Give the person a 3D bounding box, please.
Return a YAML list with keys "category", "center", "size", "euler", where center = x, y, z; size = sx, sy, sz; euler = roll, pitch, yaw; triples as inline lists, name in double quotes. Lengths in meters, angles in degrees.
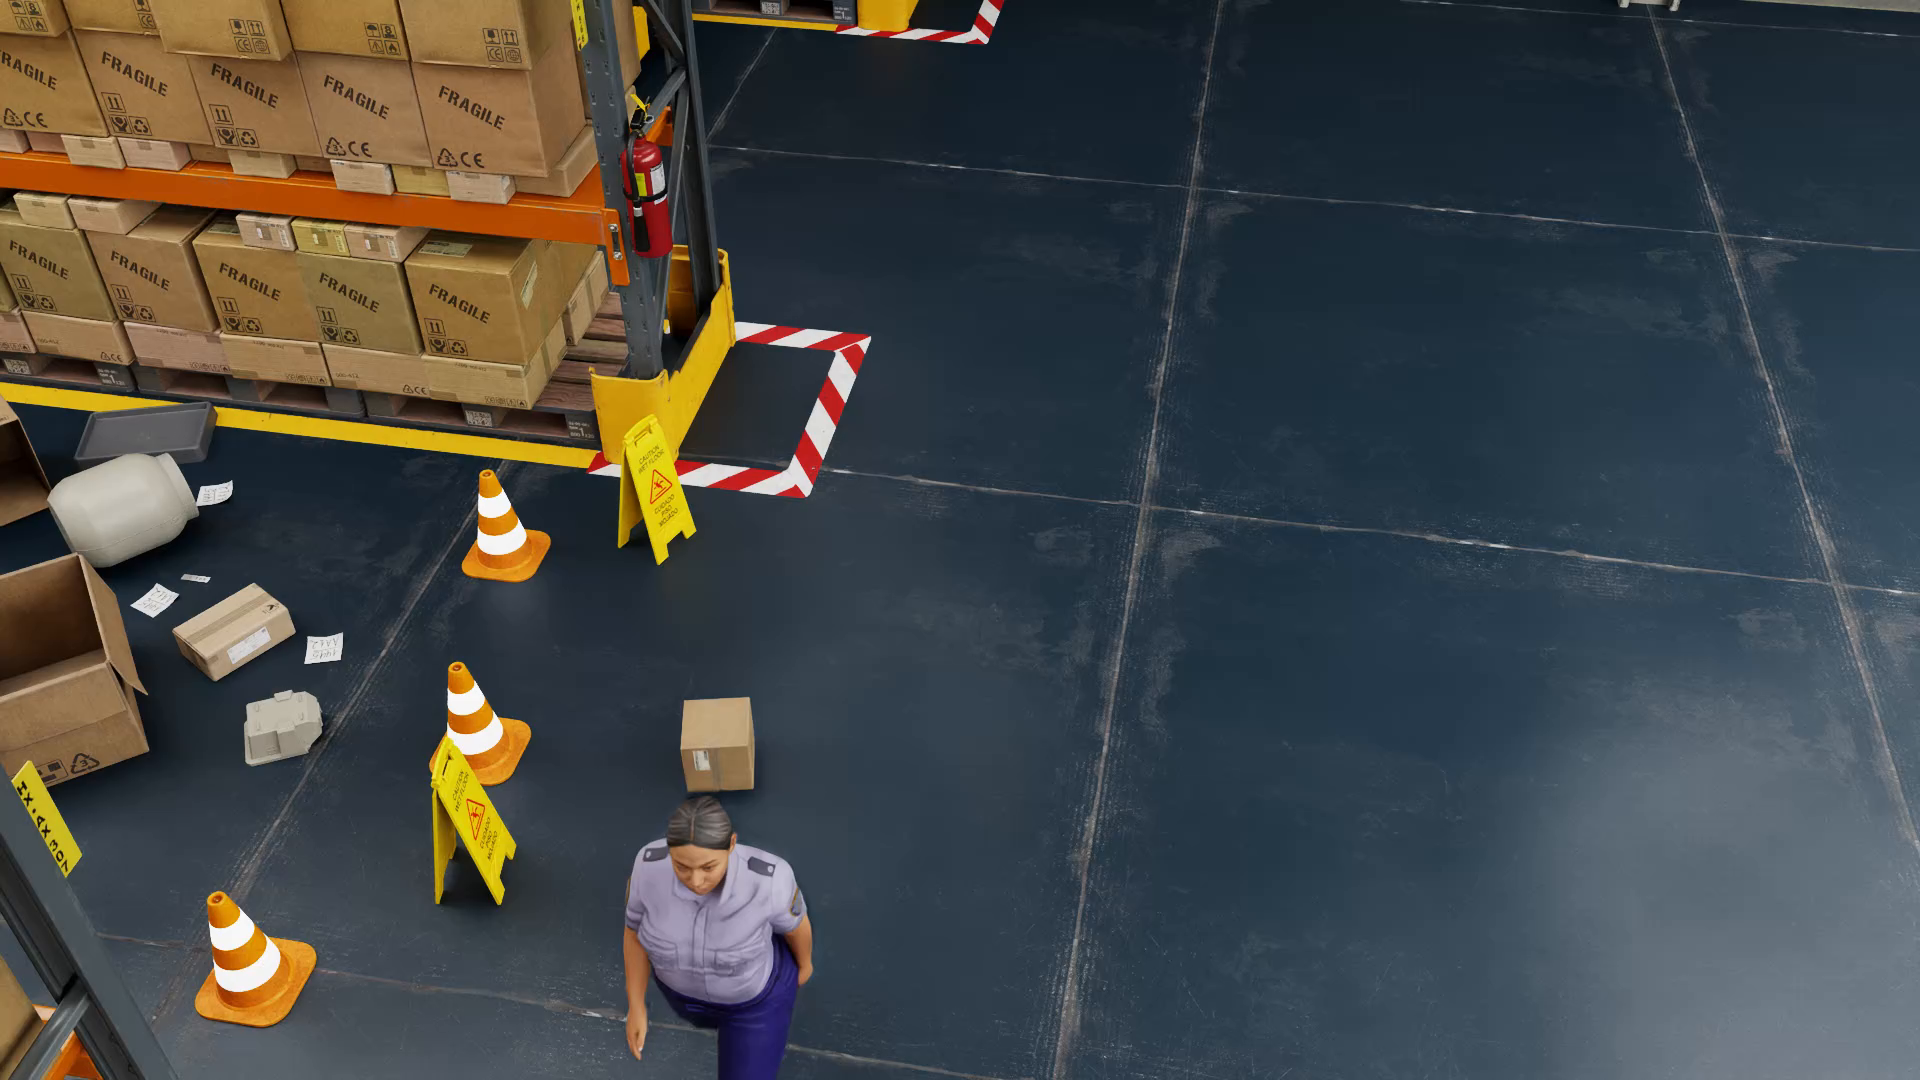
- category: "person"
  center: [-0.667, 1.238, 4.743]
  size: [0.486, 1.573, 1.044]
  euler: [10, 42, 11]
